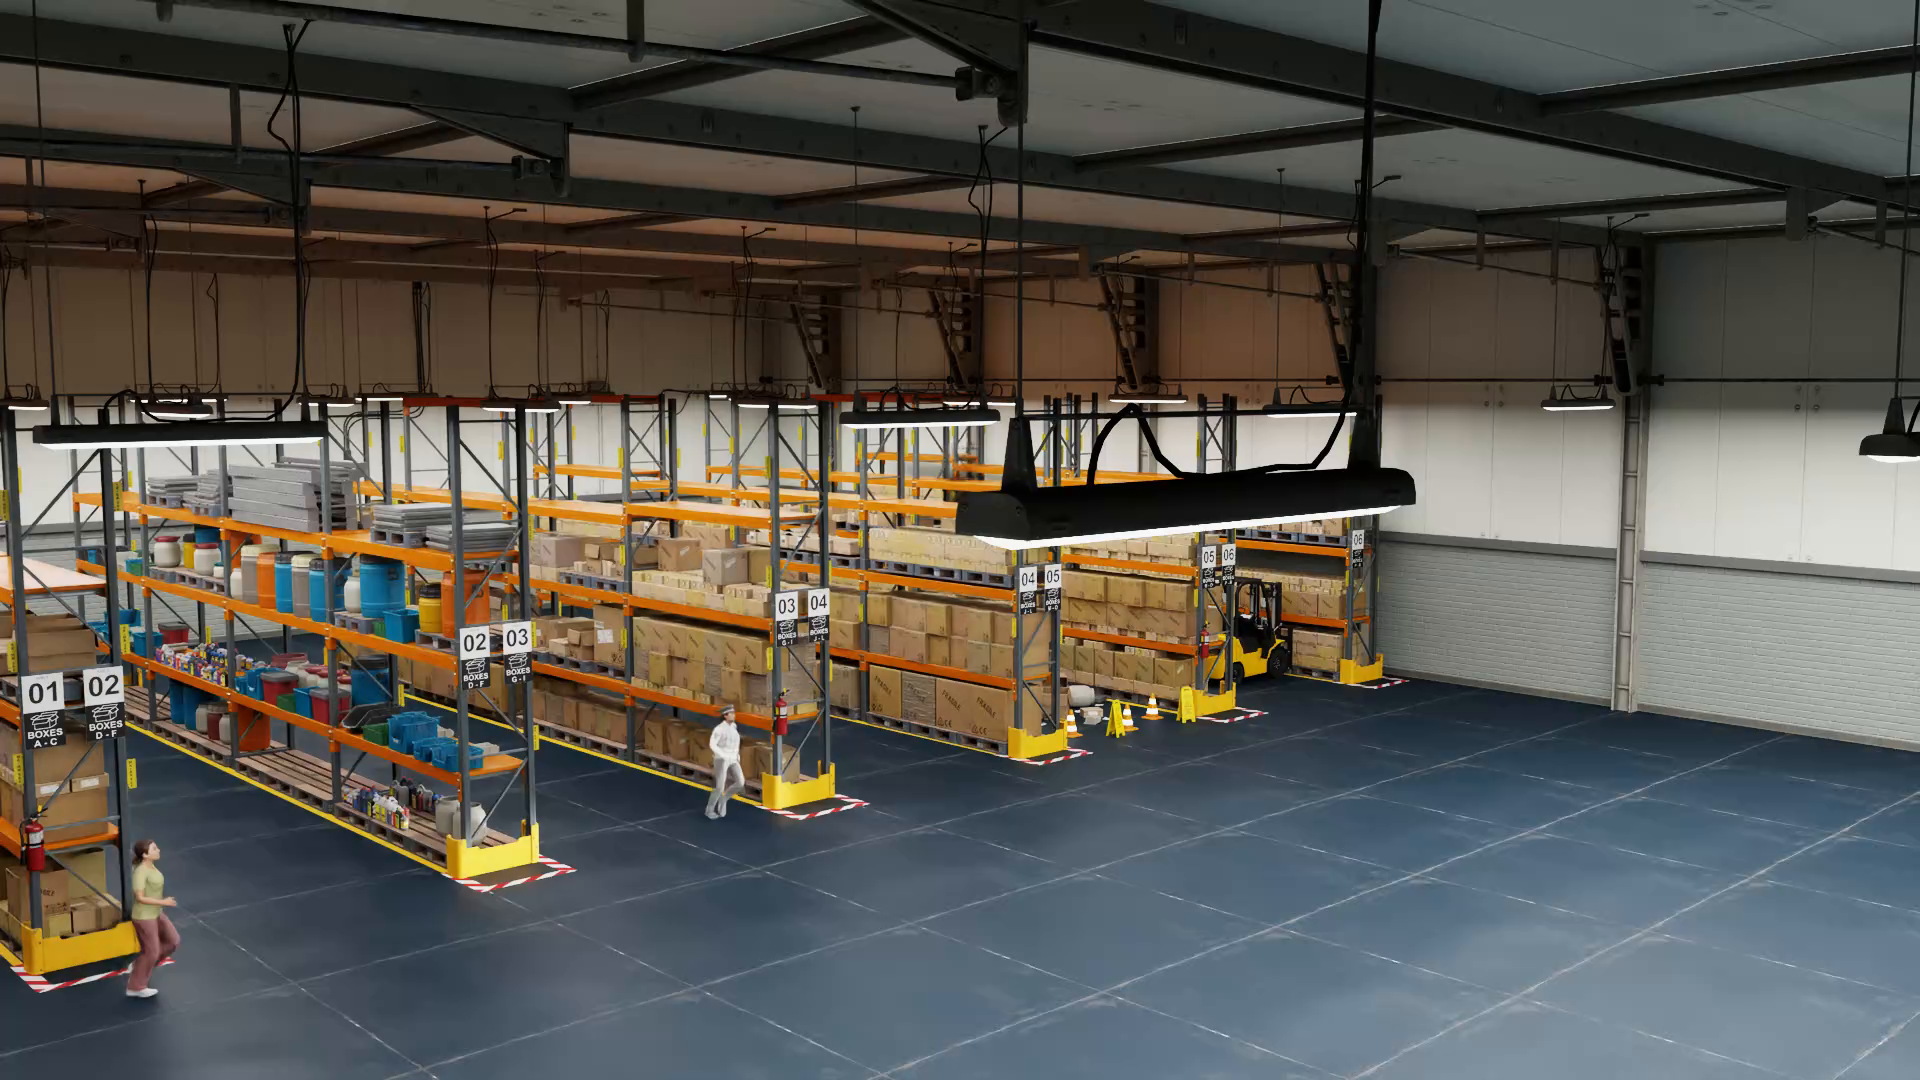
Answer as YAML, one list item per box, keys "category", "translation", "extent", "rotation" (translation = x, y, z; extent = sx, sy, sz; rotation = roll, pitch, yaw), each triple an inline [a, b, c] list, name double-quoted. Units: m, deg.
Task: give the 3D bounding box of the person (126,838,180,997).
- category: "person"
  translation: [-8.309, 3.869, 17.119]
  extent: [0.560, 1.631, 0.615]
  rotation: [-1, 6, -12]

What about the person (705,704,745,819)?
- category: "person"
  translation: [-3.348, 3.186, 24.048]
  extent: [0.550, 1.632, 0.676]
  rotation: [4, 7, 35]
